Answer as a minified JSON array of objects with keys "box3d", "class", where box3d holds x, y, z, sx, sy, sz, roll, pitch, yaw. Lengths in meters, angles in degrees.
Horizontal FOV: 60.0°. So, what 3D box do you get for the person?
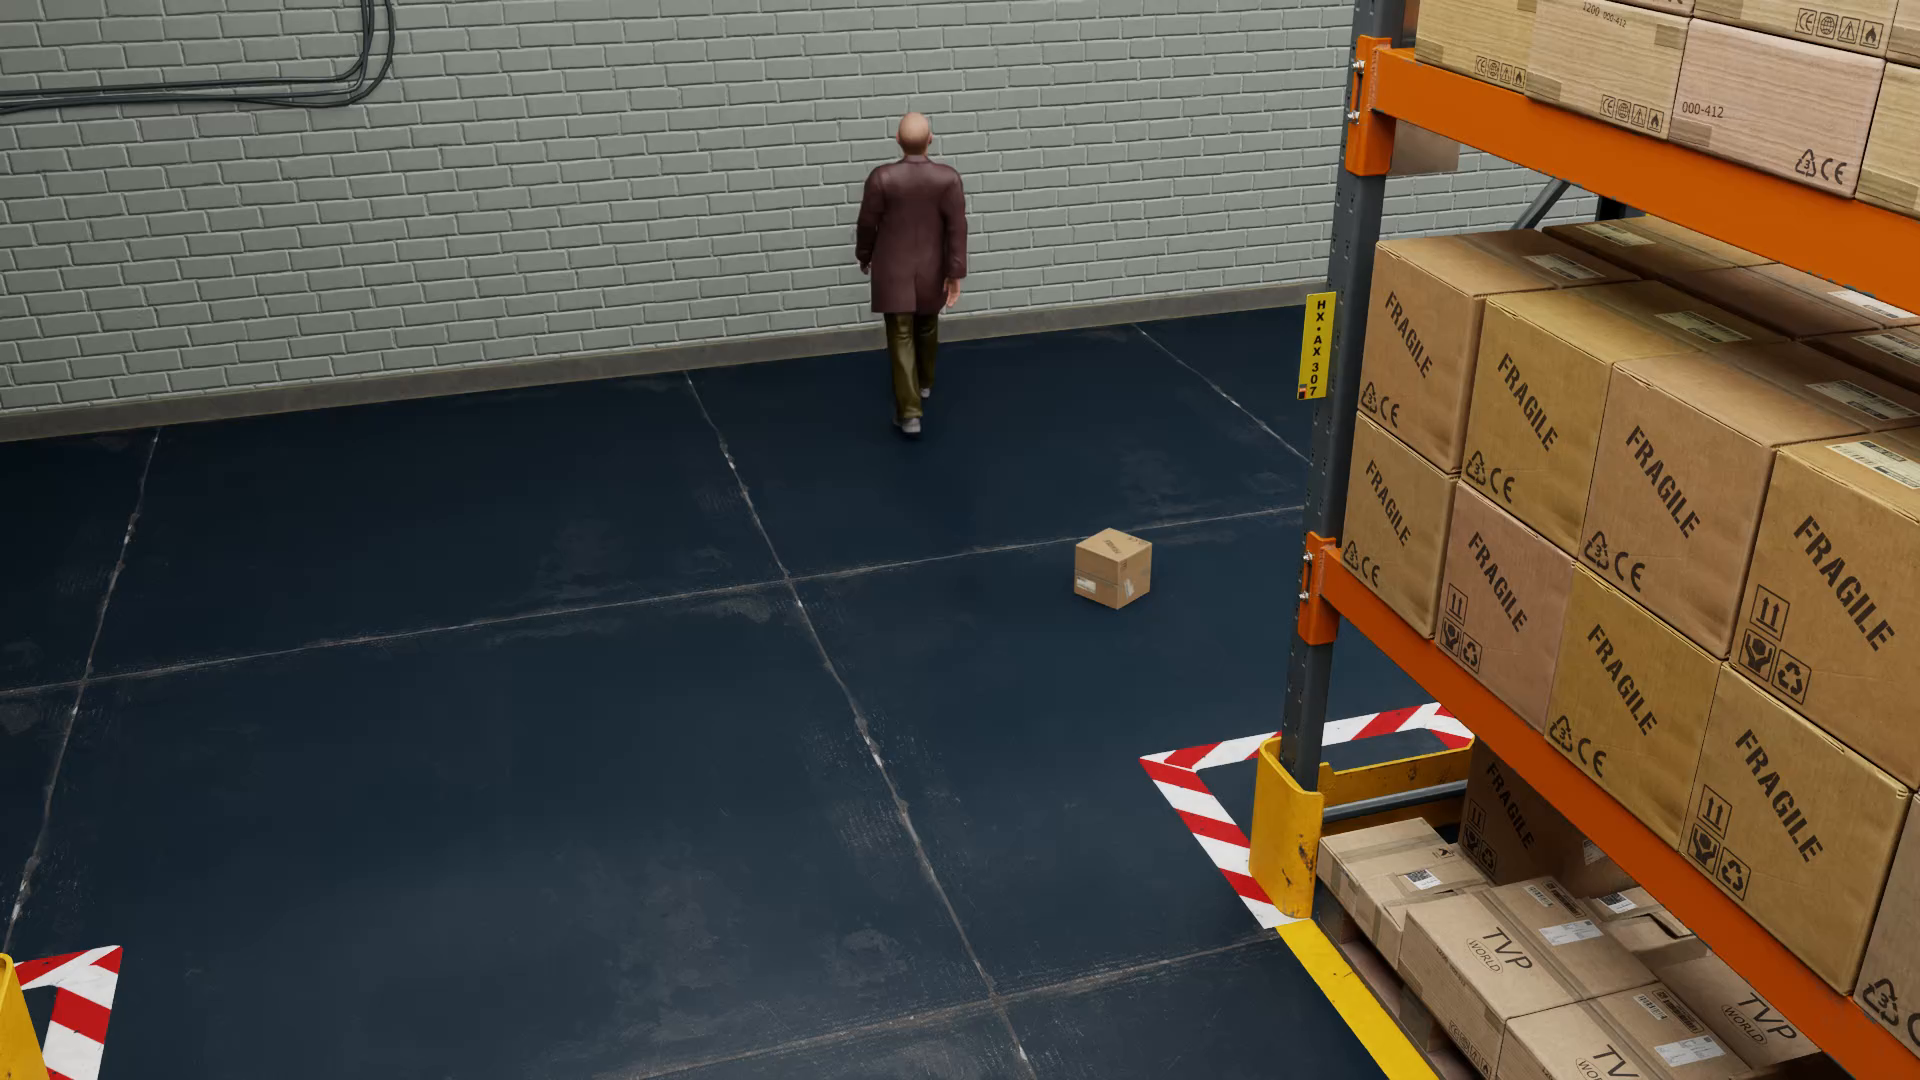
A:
[{"box3d":[-0.298,-1.547,9.302,0.581,1.735,0.997,-7,27,-13],"class":"person"}]
